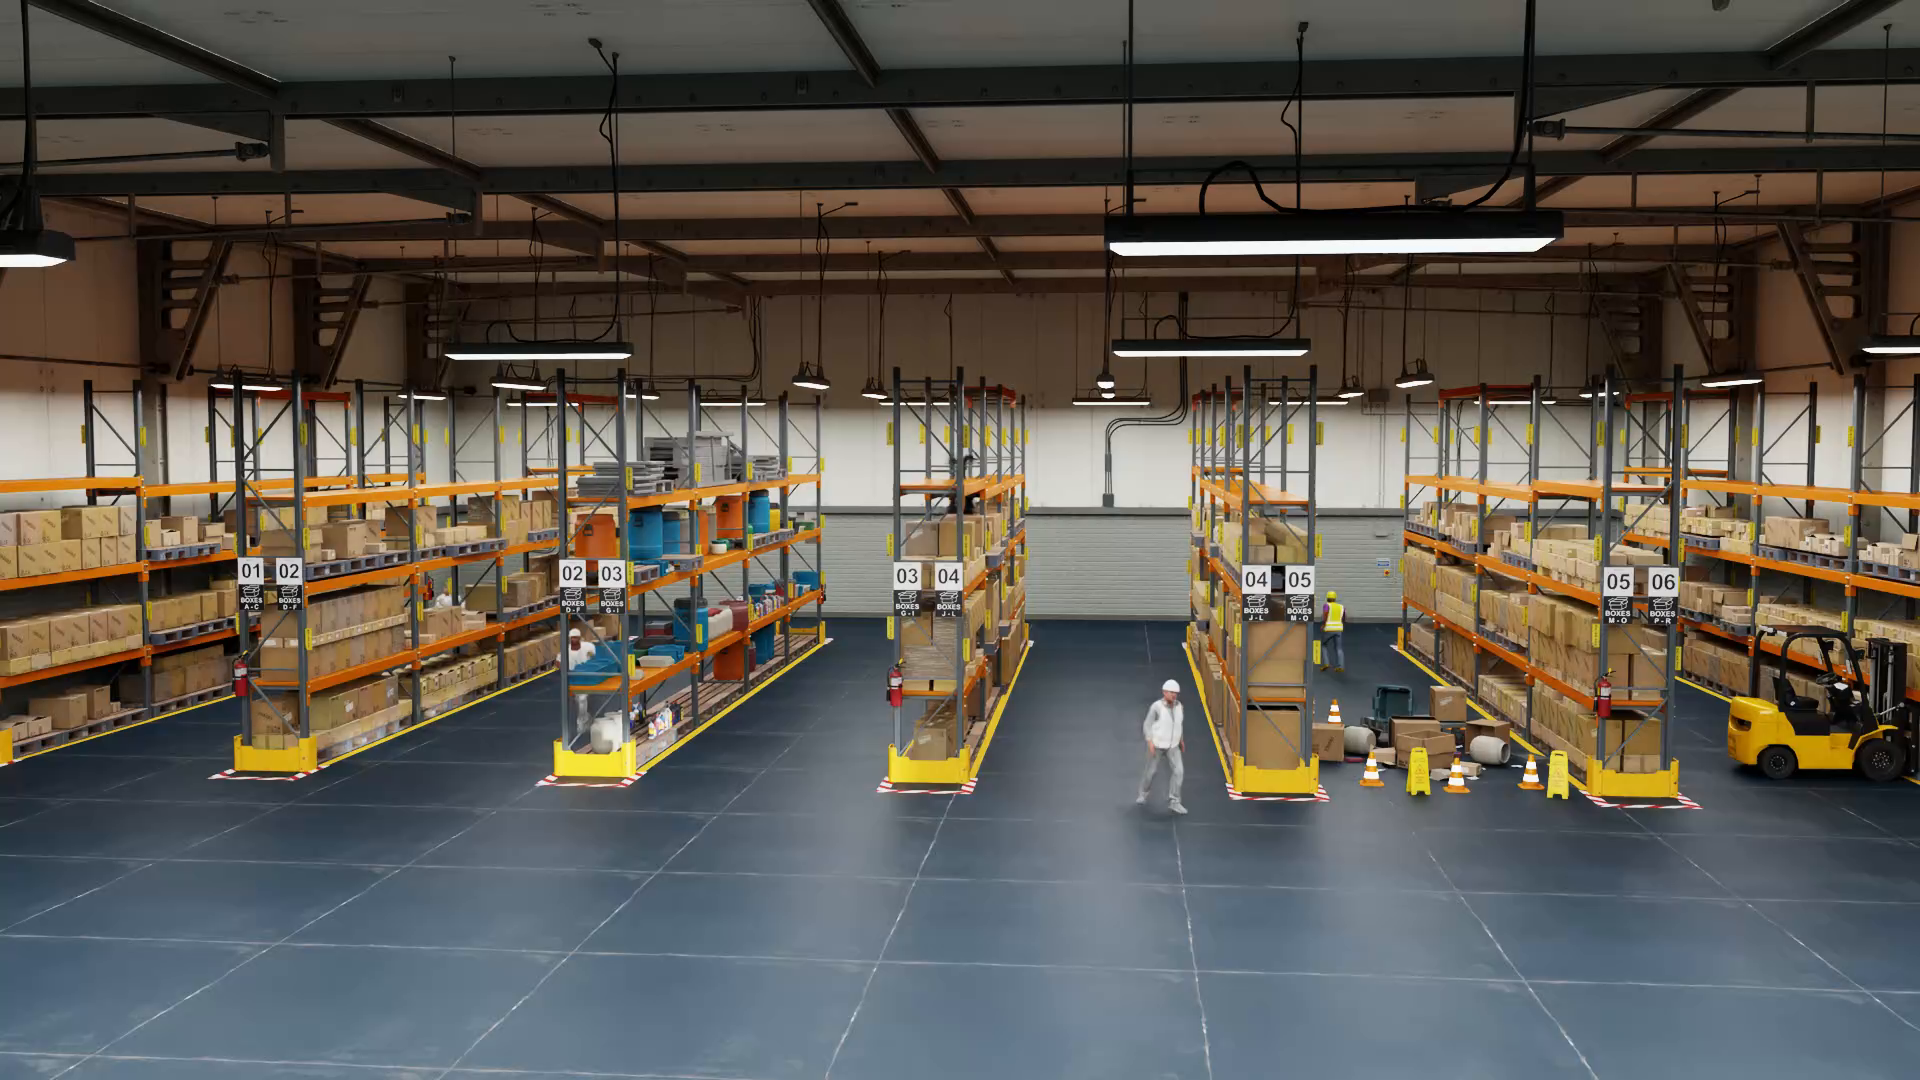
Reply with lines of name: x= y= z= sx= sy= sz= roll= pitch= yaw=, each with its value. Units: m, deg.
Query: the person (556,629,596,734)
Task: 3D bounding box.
person: x=-6.493 y=2.368 z=28.364 sx=0.724 sy=1.754 sz=0.974 roll=0 pitch=4 yaw=6

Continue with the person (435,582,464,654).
person: x=-11.570 y=1.813 z=37.636 sx=0.560 sy=1.740 sz=0.846 roll=0 pitch=4 yaw=5

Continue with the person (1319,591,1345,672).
person: x=7.893 y=1.950 z=35.180 sx=0.642 sy=1.709 sz=0.967 roll=-1 pitch=4 yaw=-9

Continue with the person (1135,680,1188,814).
person: x=2.728 y=2.716 z=22.178 sx=0.654 sy=1.733 sz=0.894 roll=-2 pitch=4 yaw=-26
